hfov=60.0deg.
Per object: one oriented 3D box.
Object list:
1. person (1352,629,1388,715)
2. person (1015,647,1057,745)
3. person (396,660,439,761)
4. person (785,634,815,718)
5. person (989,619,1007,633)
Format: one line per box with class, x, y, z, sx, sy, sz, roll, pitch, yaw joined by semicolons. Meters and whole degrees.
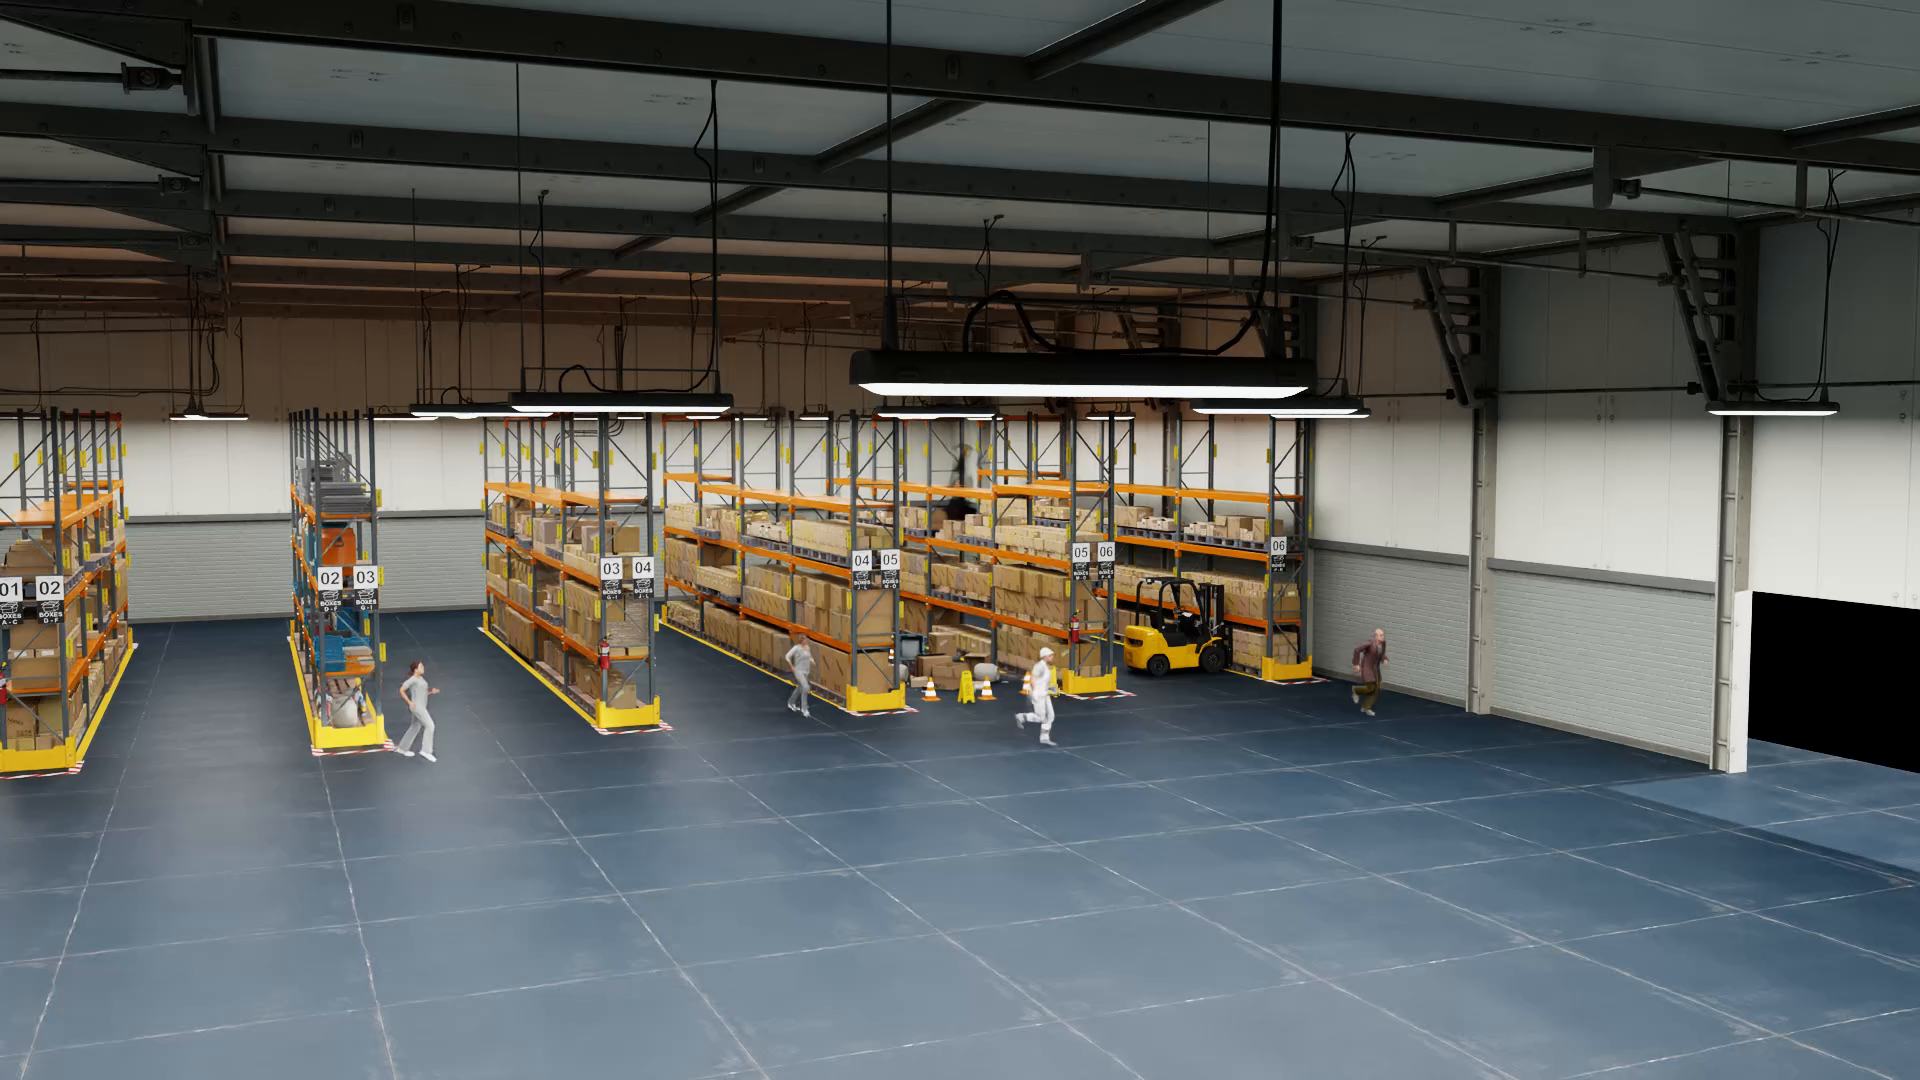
person;8.083;2.590;32.820;0.701;1.711;0.794;-3;5;-36
person;1.366;2.791;29.769;0.775;1.751;0.683;2;4;21
person;-9.229;2.916;28.274;0.758;1.708;0.538;0;4;-6
person;-3.134;2.639;32.642;0.712;1.631;0.538;3;5;37
person;1.023;1.750;44.005;0.692;1.796;0.888;-2;4;-23
